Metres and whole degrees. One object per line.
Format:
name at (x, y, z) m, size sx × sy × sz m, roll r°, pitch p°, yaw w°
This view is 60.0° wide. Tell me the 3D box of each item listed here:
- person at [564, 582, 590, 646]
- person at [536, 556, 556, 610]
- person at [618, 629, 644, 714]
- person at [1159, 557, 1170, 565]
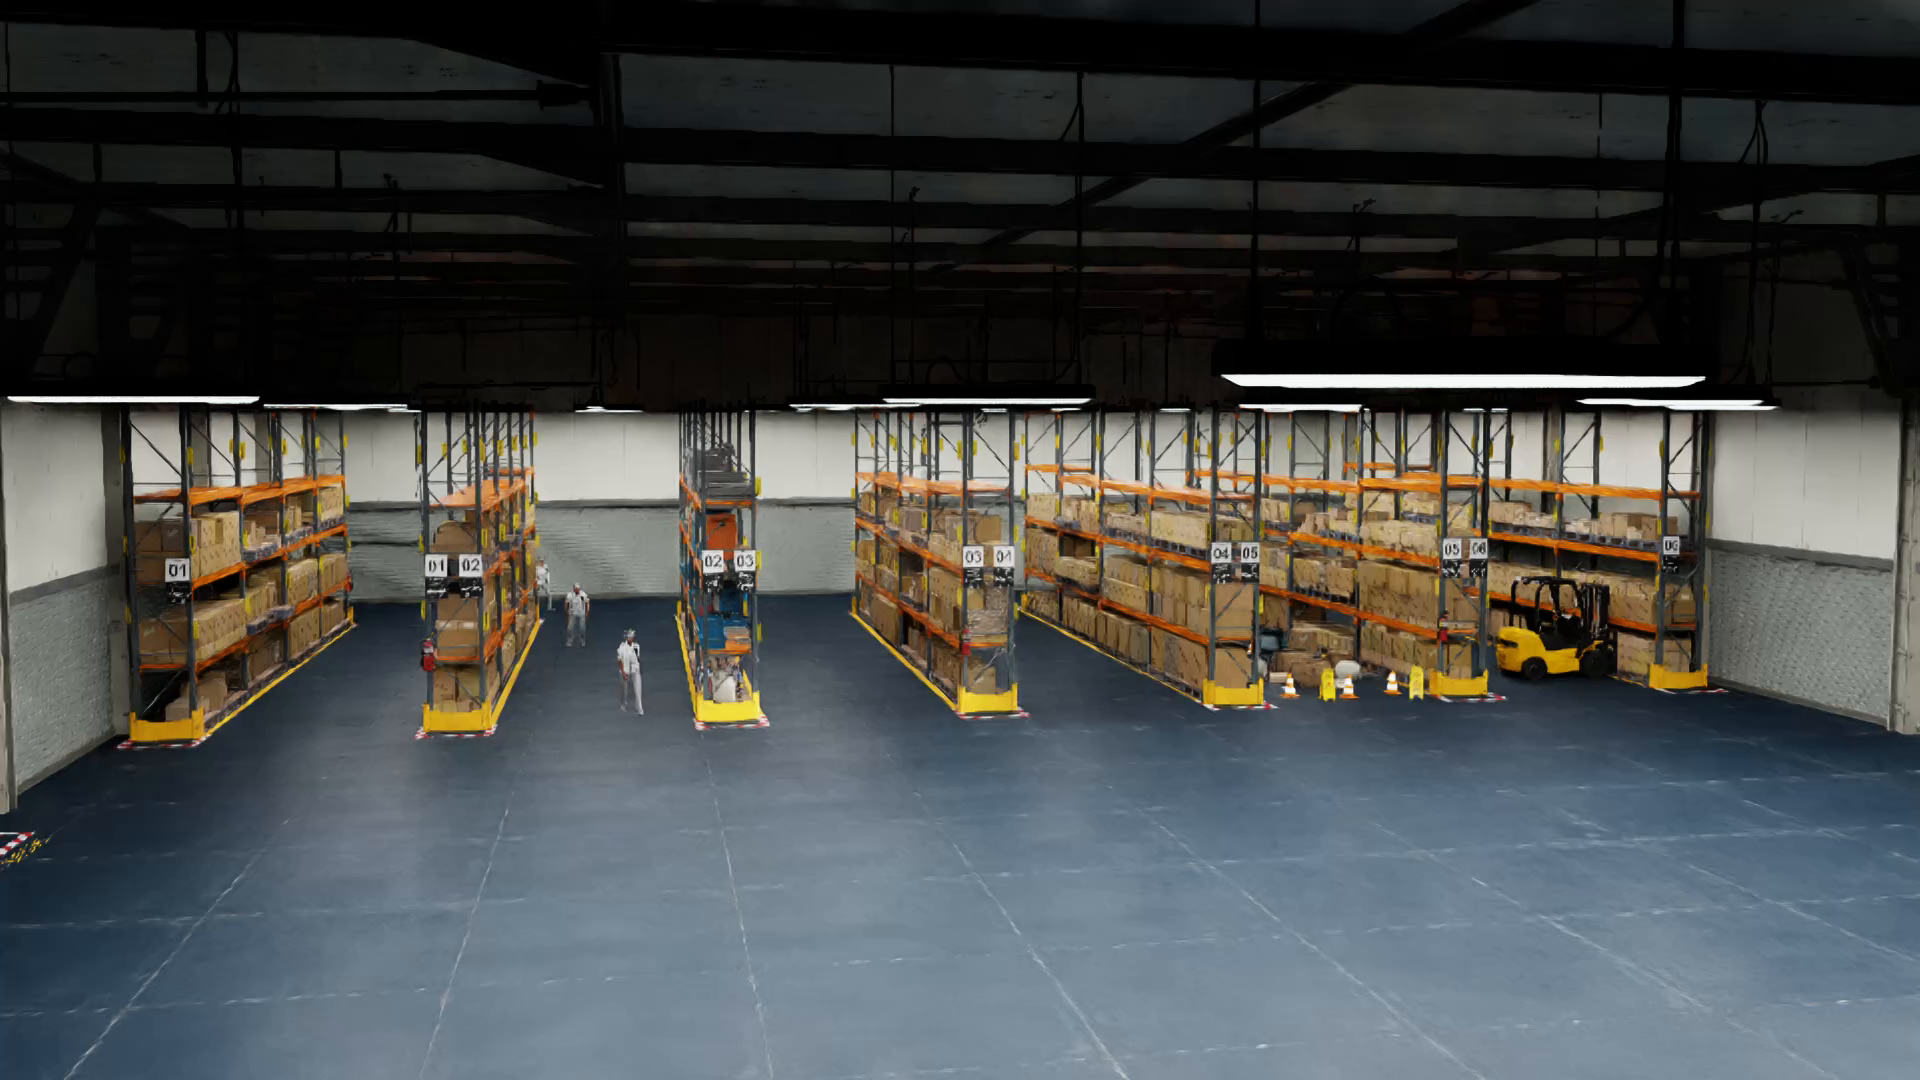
person at (-9.456, 1.831, 41.043) m, size 0.625 × 1.611 × 0.582 m, roll -1°, pitch 4°, yaw -13°
person at (-12.206, 1.261, 48.436) m, size 0.642 × 1.605 × 0.787 m, roll -2°, pitch 5°, yaw -30°
person at (-6.314, 2.495, 31.768) m, size 0.448 × 1.614 × 0.997 m, roll -2°, pitch 5°, yaw -20°
person at (5.840, 1.212, 48.572) m, size 0.719 × 1.714 × 0.578 m, roll -1°, pitch 4°, yaw -13°
